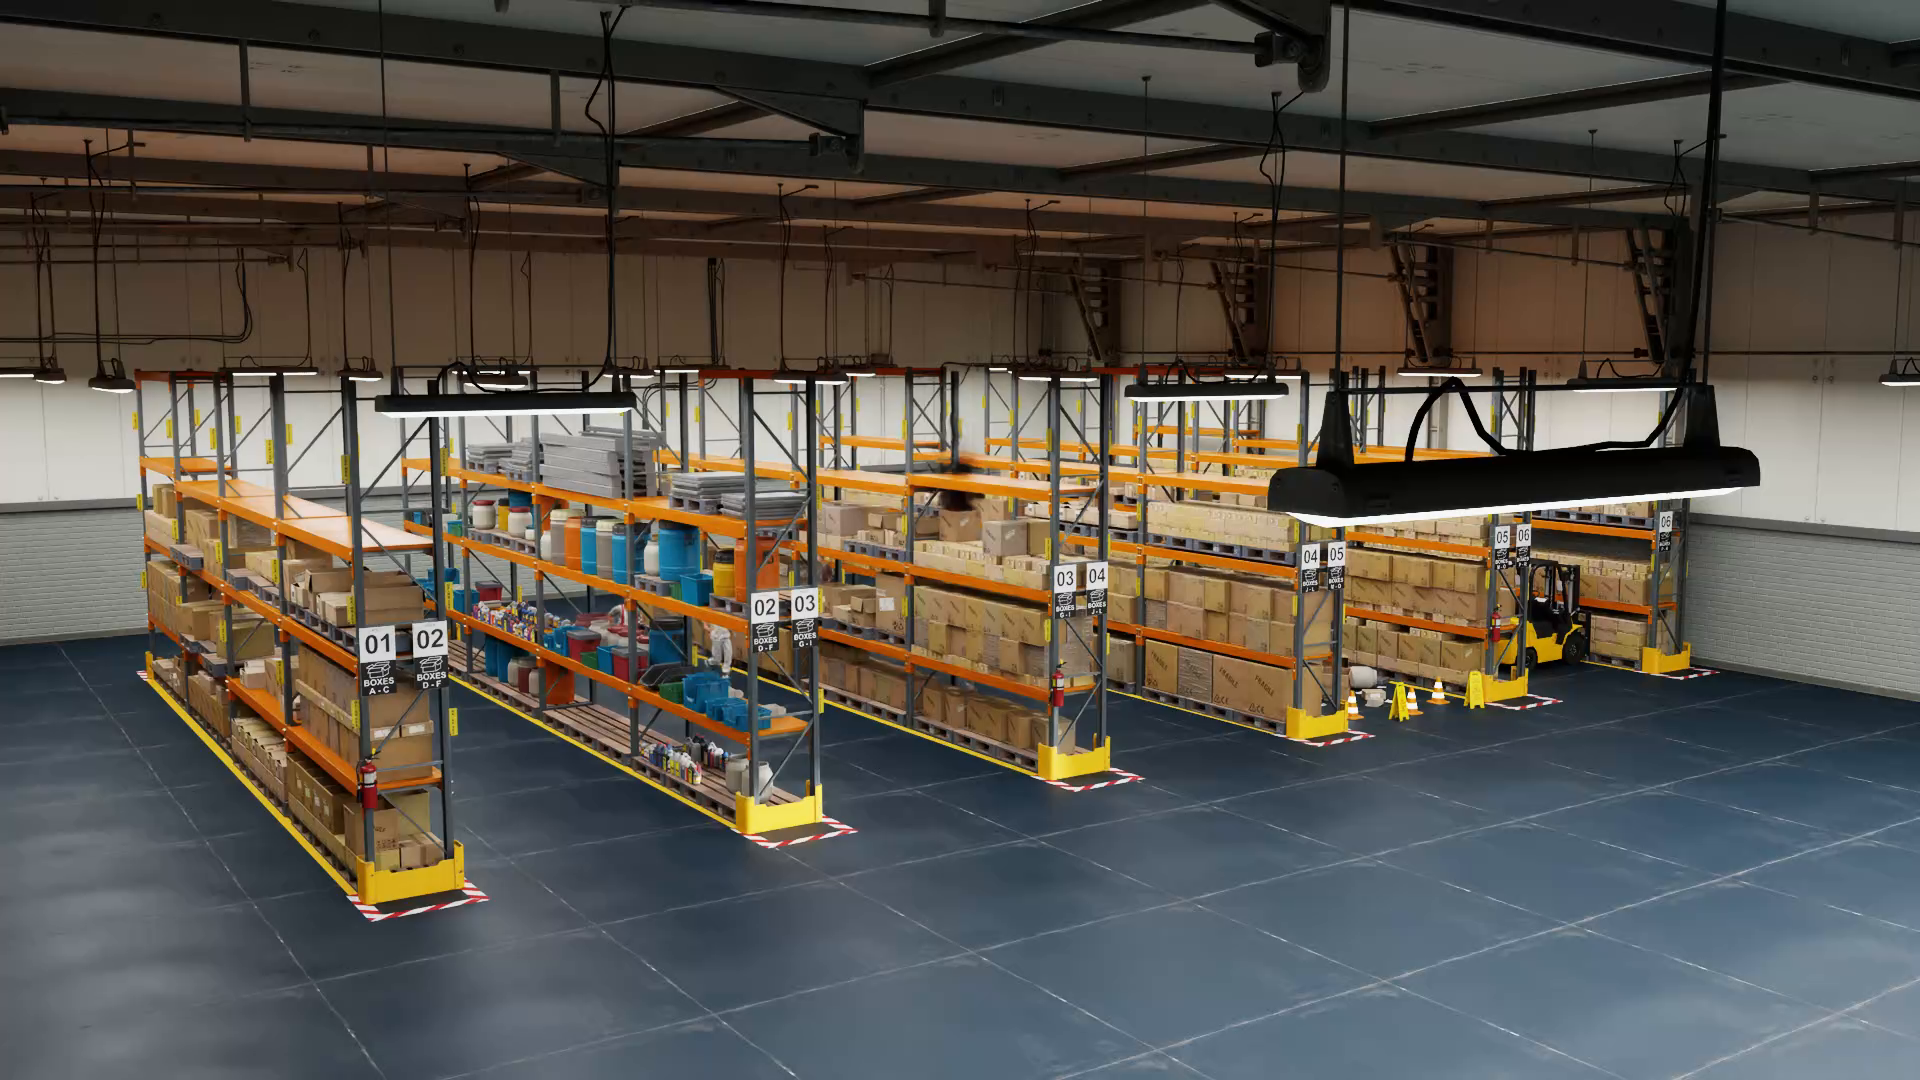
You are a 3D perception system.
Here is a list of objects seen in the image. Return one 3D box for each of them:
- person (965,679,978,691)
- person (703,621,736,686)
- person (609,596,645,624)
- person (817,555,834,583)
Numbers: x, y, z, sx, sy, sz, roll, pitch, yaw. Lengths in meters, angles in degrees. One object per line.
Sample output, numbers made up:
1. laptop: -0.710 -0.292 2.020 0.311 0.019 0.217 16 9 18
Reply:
1. person: 0.286 2.133 30.863 0.582 1.413 0.479 6 9 44
2. person: -4.596 1.906 31.734 0.665 1.714 0.823 -5 8 -40
3. person: -6.367 1.863 31.932 0.638 1.826 0.755 -5 8 -36
4. person: -3.224 1.168 37.949 0.702 1.824 0.919 -3 7 -24
